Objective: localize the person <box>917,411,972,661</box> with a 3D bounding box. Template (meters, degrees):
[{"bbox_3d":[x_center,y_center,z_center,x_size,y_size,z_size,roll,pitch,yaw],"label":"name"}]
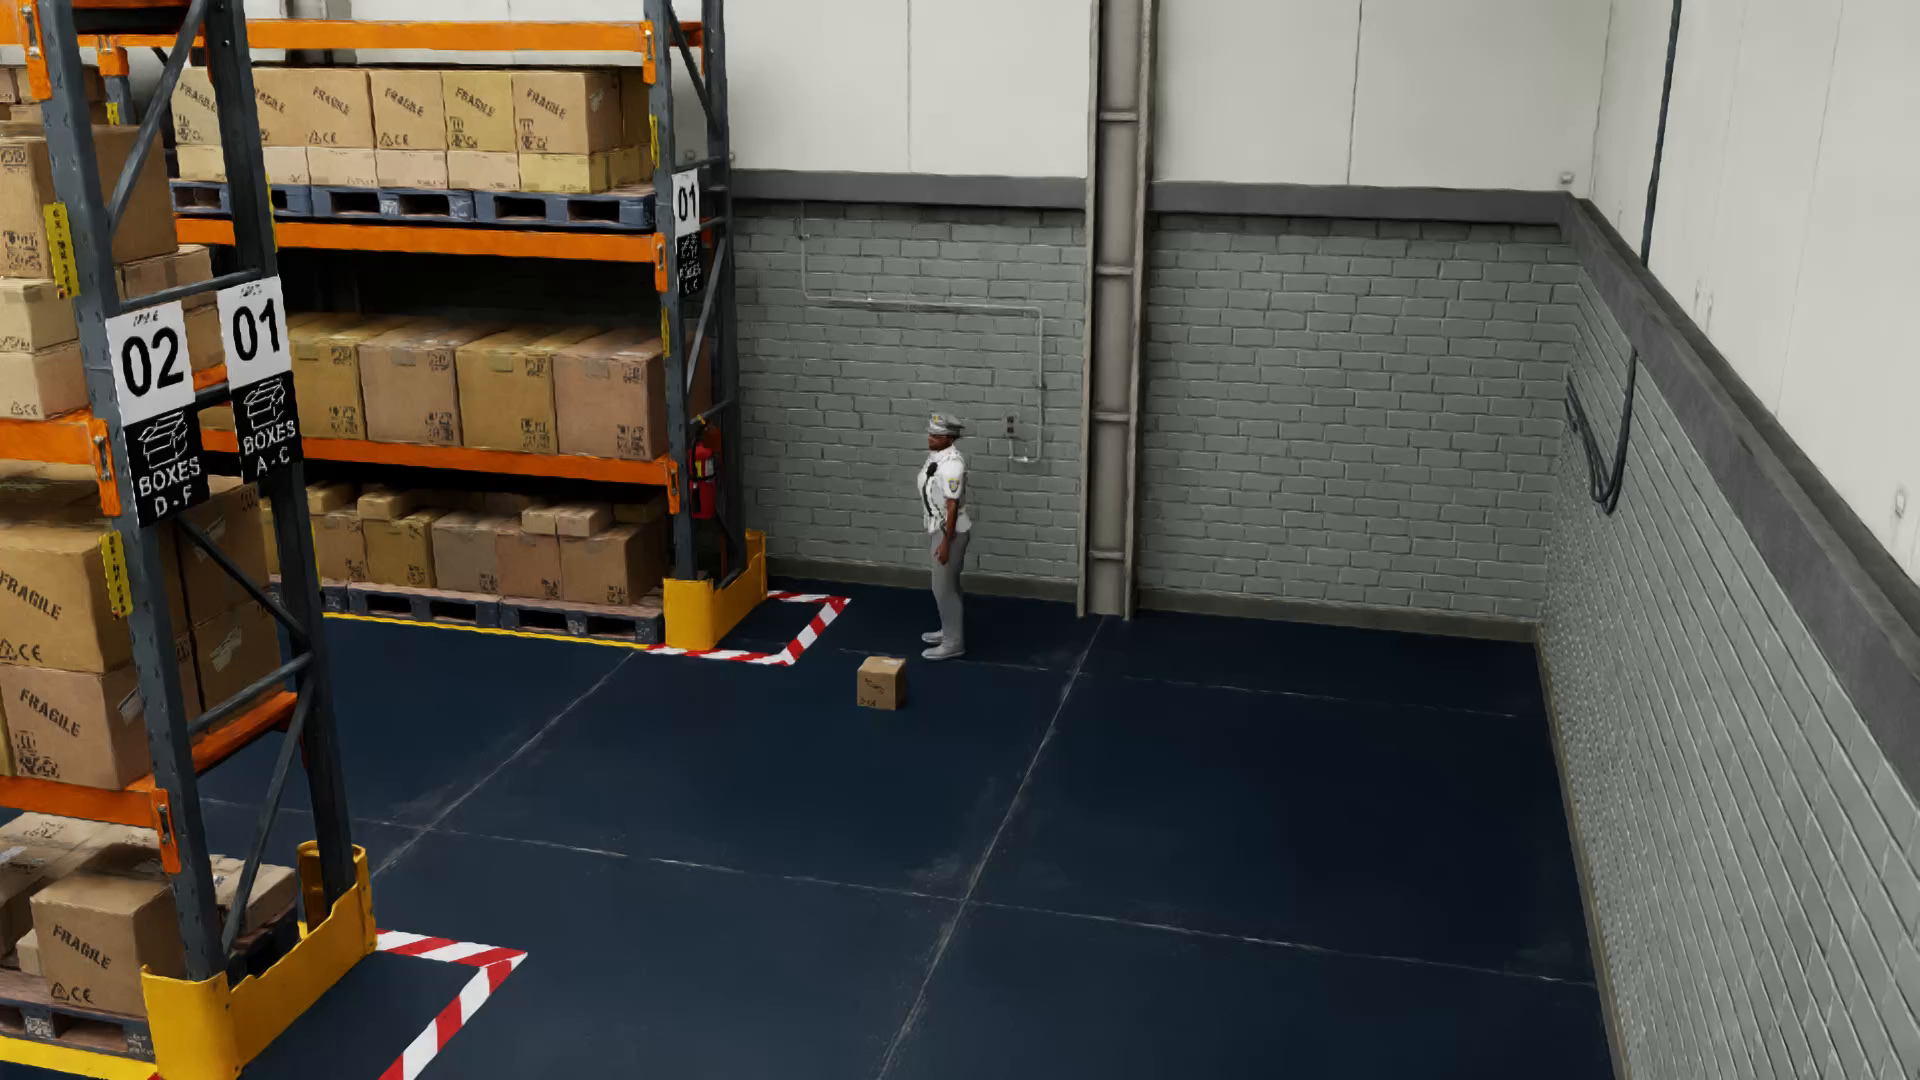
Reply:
[{"bbox_3d":[-6.420,1.057,7.577,14.168,1.822,5.272,-4,19,-11],"label":"person"}]
